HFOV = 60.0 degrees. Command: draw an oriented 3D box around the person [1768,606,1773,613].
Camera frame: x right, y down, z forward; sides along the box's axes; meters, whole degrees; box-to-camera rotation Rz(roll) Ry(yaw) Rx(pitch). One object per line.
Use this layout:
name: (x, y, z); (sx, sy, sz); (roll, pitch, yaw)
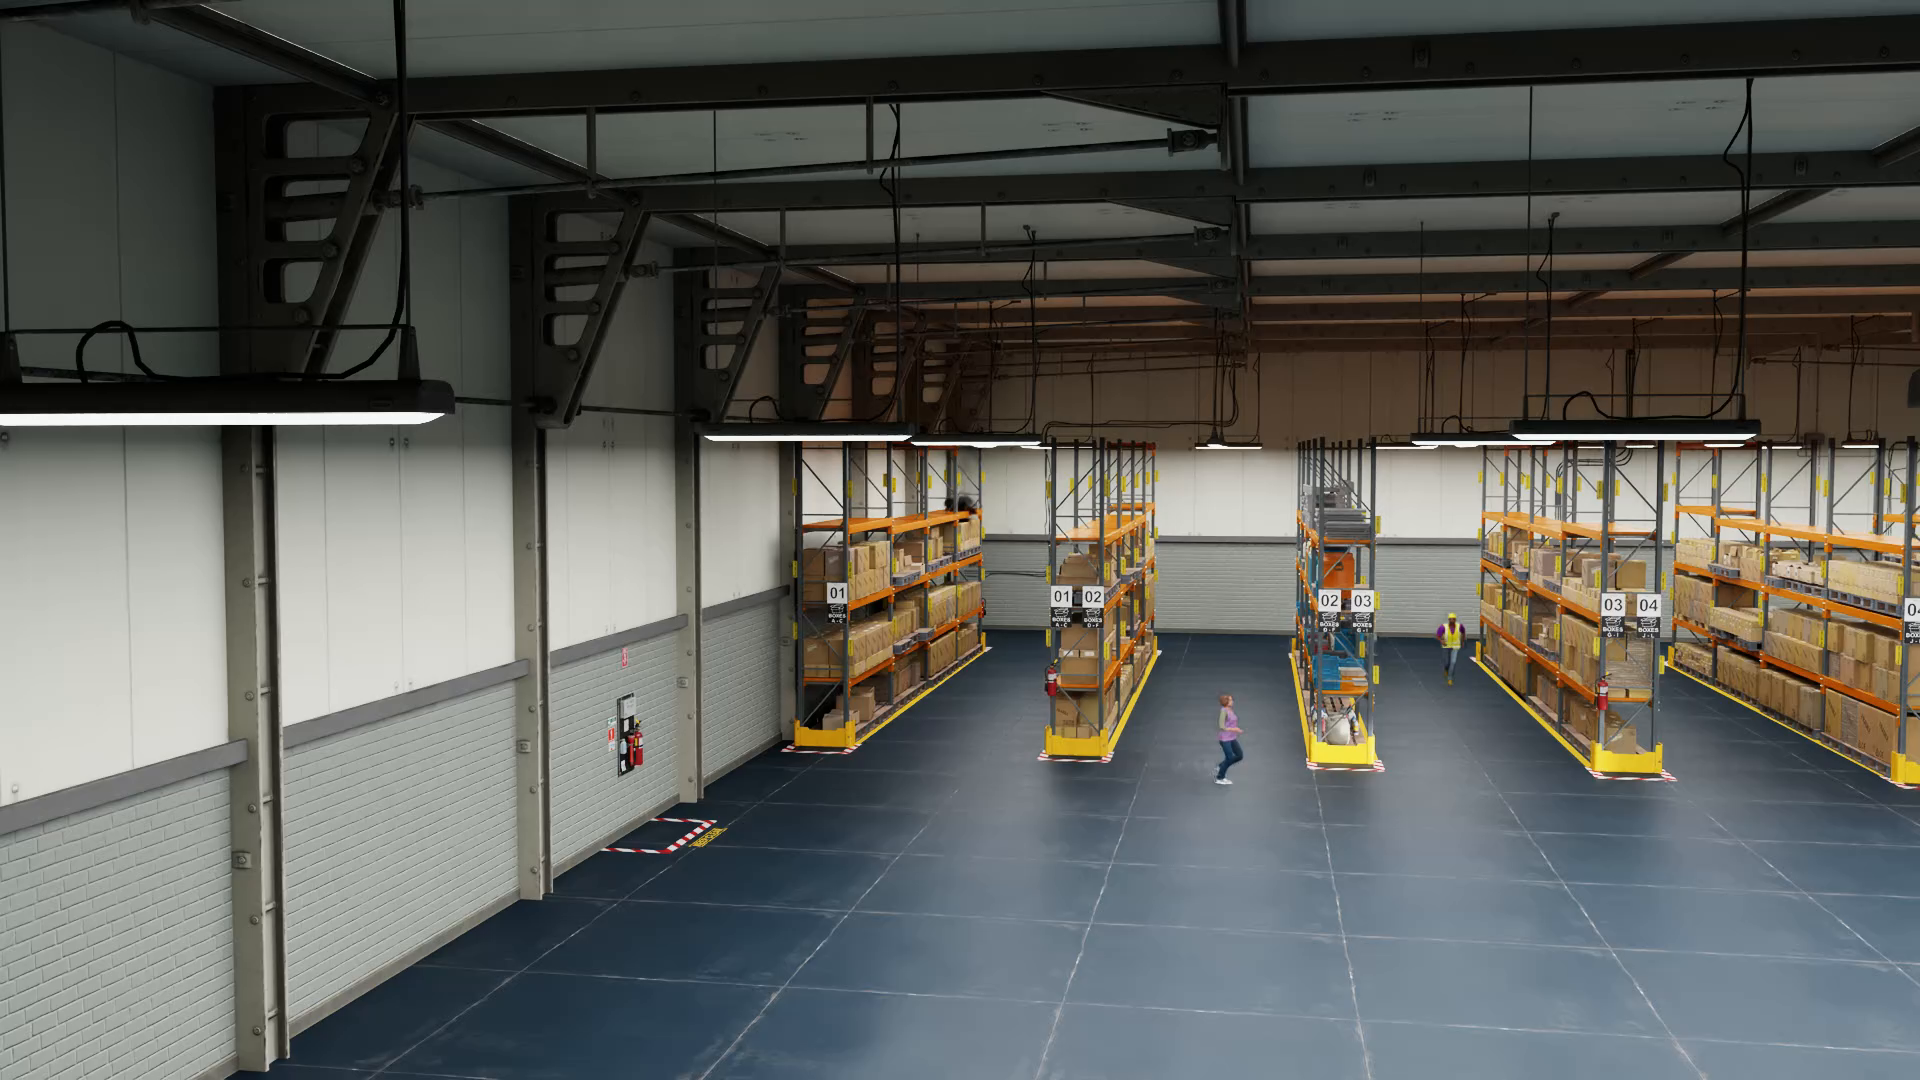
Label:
person: (20.912, 2.569, 43.143); (0.668, 1.742, 0.521); (0, 3, 8)

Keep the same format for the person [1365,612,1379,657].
person: (11.440, 2.416, 46.500); (0.719, 1.752, 0.613); (-2, 4, -33)

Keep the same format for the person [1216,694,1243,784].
person: (4.648, 3.425, 28.541); (0.534, 1.557, 0.523); (2, 4, 32)

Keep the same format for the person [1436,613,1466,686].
person: (12.148, 2.676, 41.161); (0.726, 1.755, 0.966); (1, 3, 10)

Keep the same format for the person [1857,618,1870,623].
person: (24.558, 2.484, 45.079); (0.811, 1.752, 0.704); (2, 4, 33)
